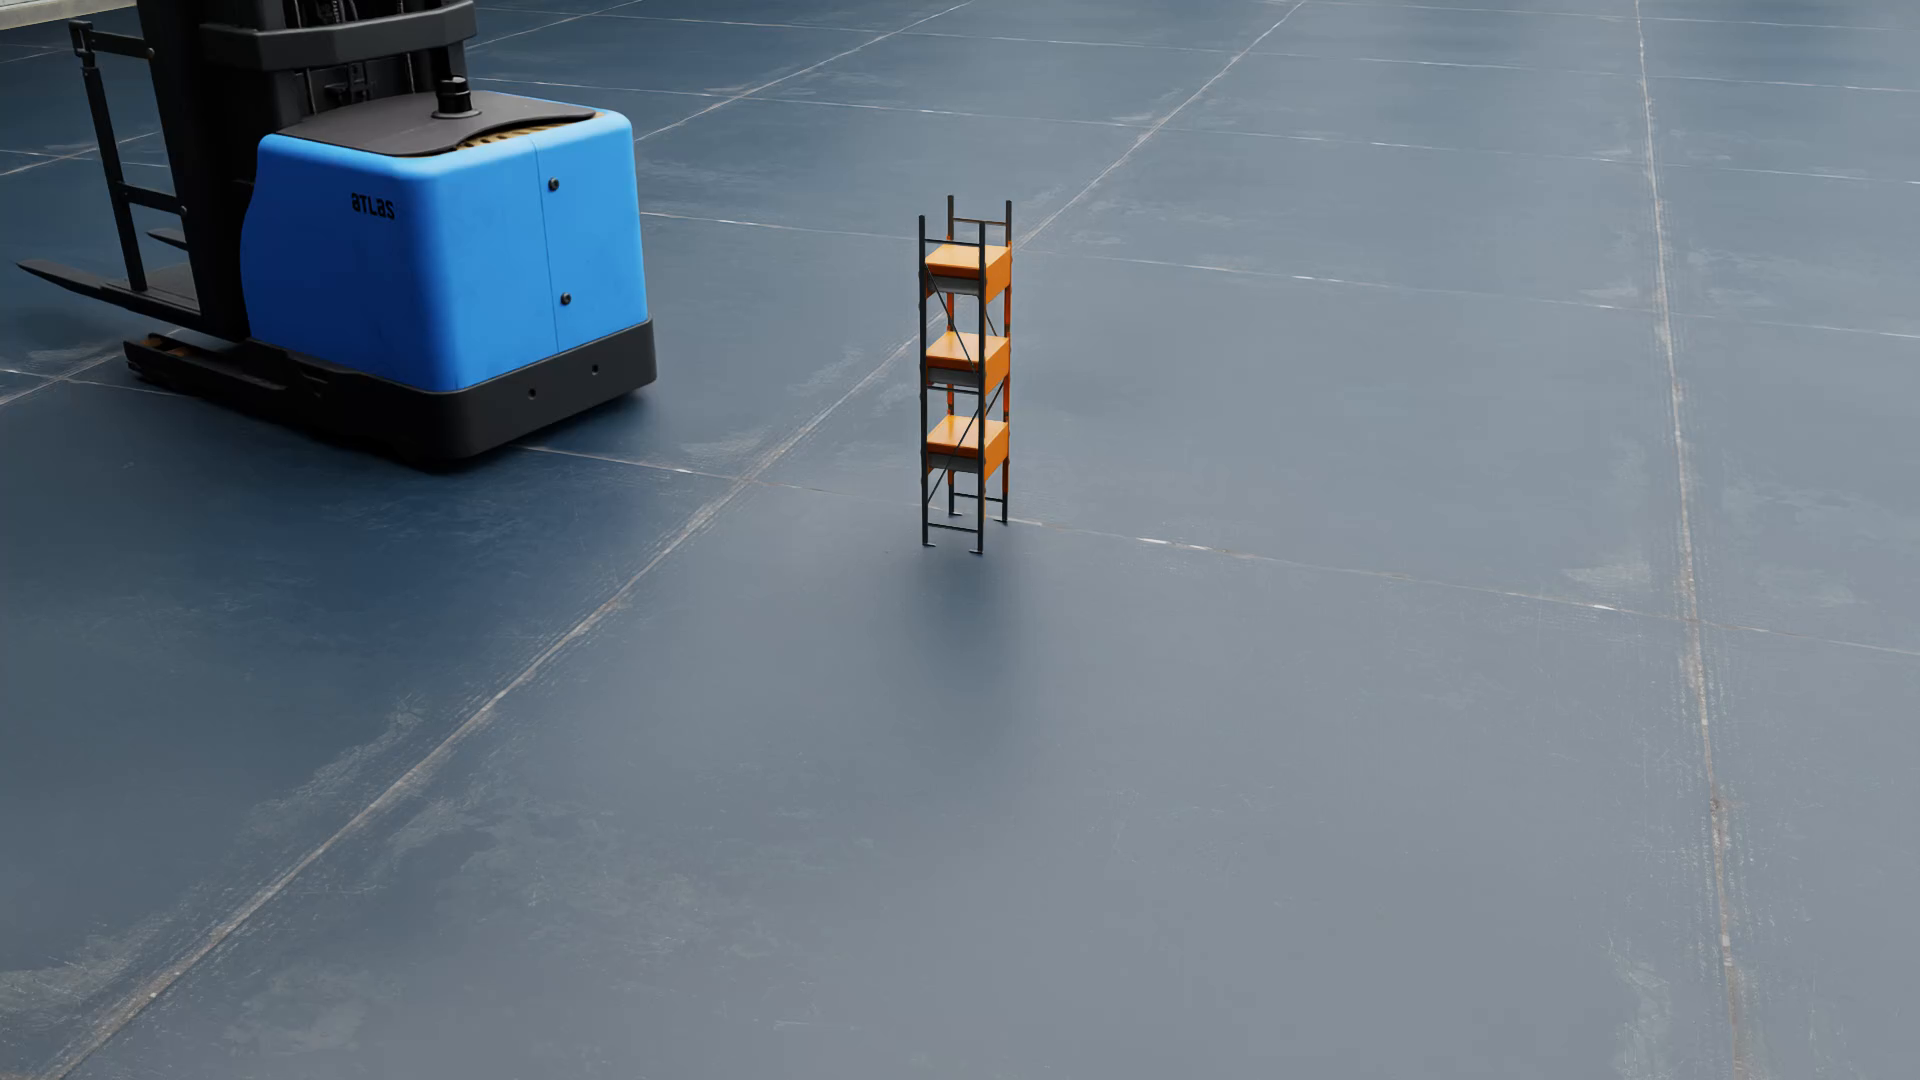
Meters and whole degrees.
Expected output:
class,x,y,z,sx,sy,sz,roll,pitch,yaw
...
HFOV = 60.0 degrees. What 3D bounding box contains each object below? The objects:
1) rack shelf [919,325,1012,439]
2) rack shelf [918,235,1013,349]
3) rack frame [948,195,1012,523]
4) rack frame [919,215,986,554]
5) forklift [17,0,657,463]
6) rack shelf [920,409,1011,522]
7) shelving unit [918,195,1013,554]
class,x,y,z,sx,sy,sz,roll,pitch,yaw
rack shelf,0.018,-0.485,5.071,0.215,0.259,0.240,9,27,17
rack shelf,0.018,-0.740,4.948,0.215,0.259,0.240,9,27,17
rack frame,0.058,-0.545,5.170,0.200,1.050,0.008,9,27,17
rack frame,-0.023,-0.444,4.963,0.200,1.050,0.008,9,27,17
forklift,-2.664,-2.070,6.162,3.031,2.935,1.130,17,30,31
rack shelf,0.018,-0.235,5.192,0.215,0.259,0.240,9,27,17
shelving unit,0.018,-0.495,5.067,0.215,1.050,0.252,9,27,17
